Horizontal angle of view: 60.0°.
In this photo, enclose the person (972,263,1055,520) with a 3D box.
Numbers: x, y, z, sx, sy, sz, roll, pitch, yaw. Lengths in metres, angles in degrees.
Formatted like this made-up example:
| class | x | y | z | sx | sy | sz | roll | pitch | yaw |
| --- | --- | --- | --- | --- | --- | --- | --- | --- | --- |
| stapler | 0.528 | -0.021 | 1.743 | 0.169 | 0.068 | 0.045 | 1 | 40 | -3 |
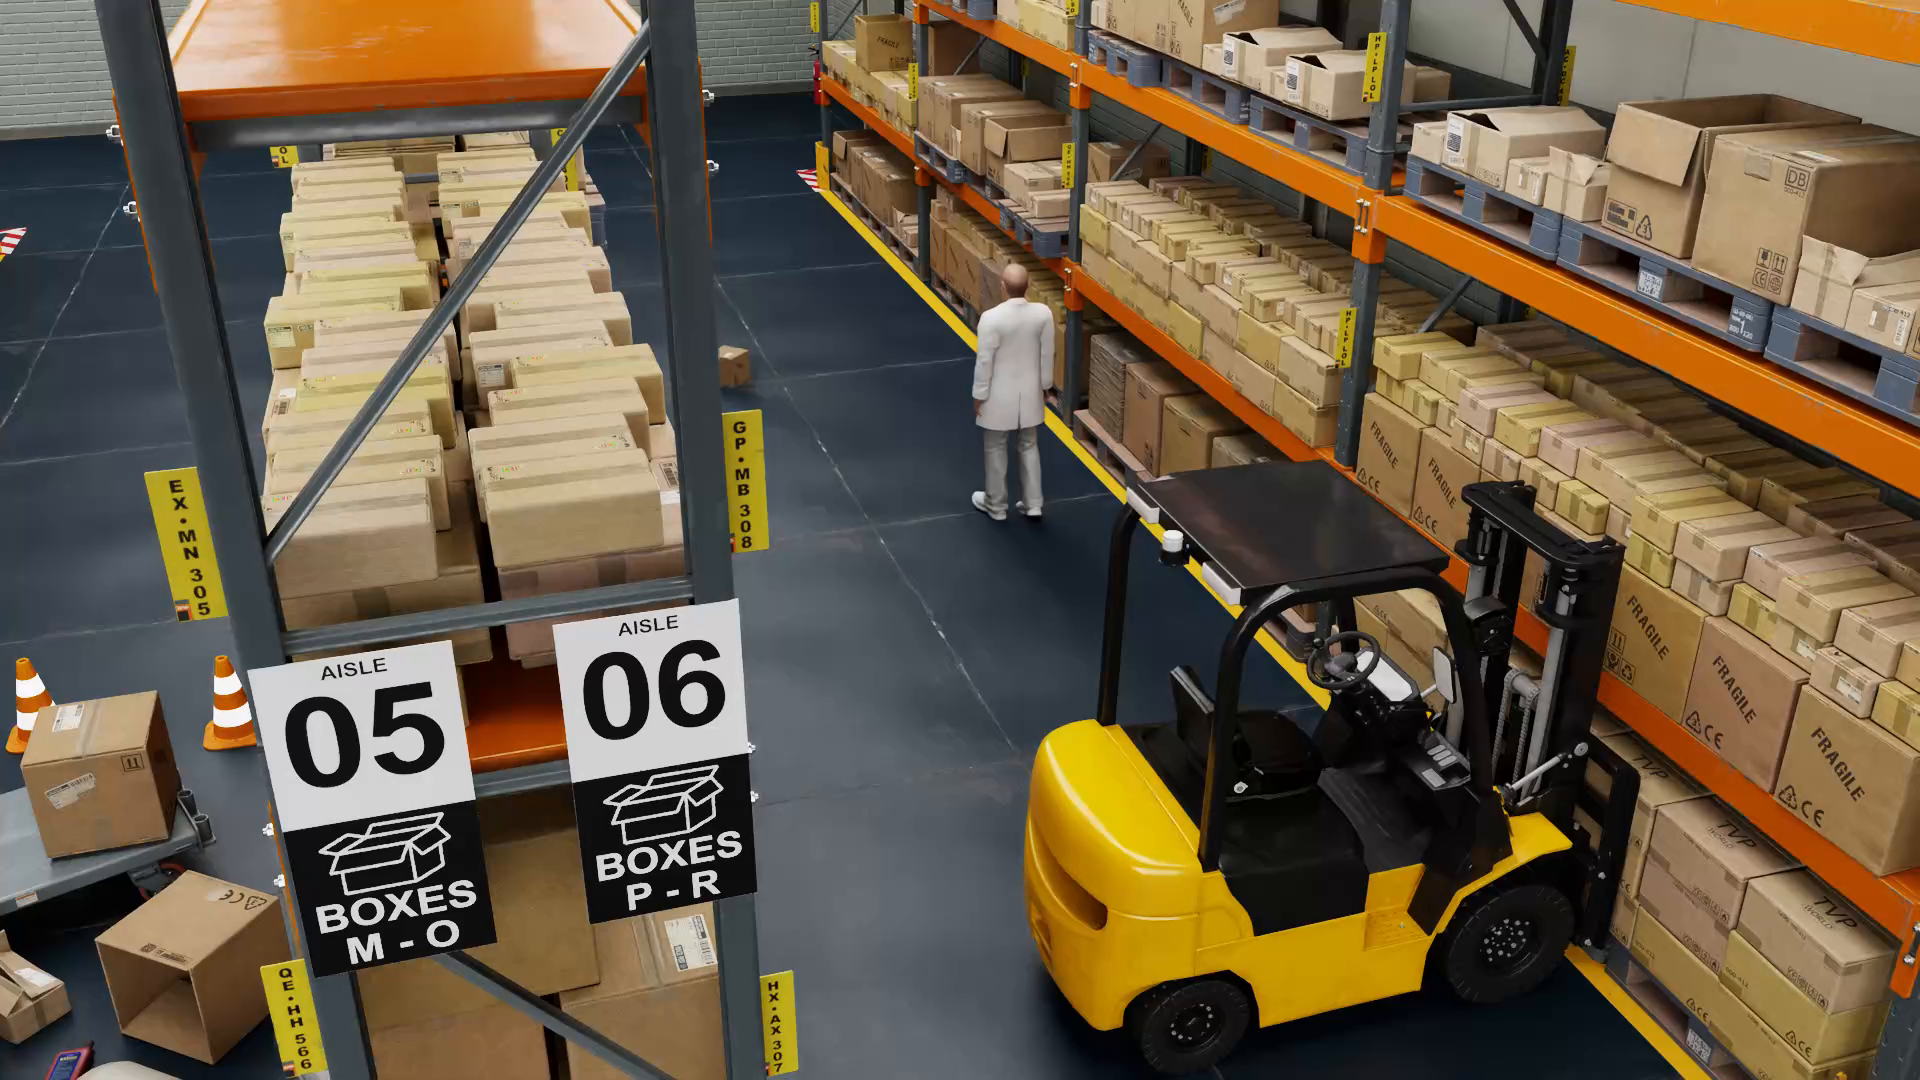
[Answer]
| class | x | y | z | sx | sy | sz | roll | pitch | yaw |
| --- | --- | --- | --- | --- | --- | --- | --- | --- | --- |
| person | 0.340 | -0.978 | 11.163 | 0.587 | 1.826 | 0.489 | -10 | 28 | -19 |
